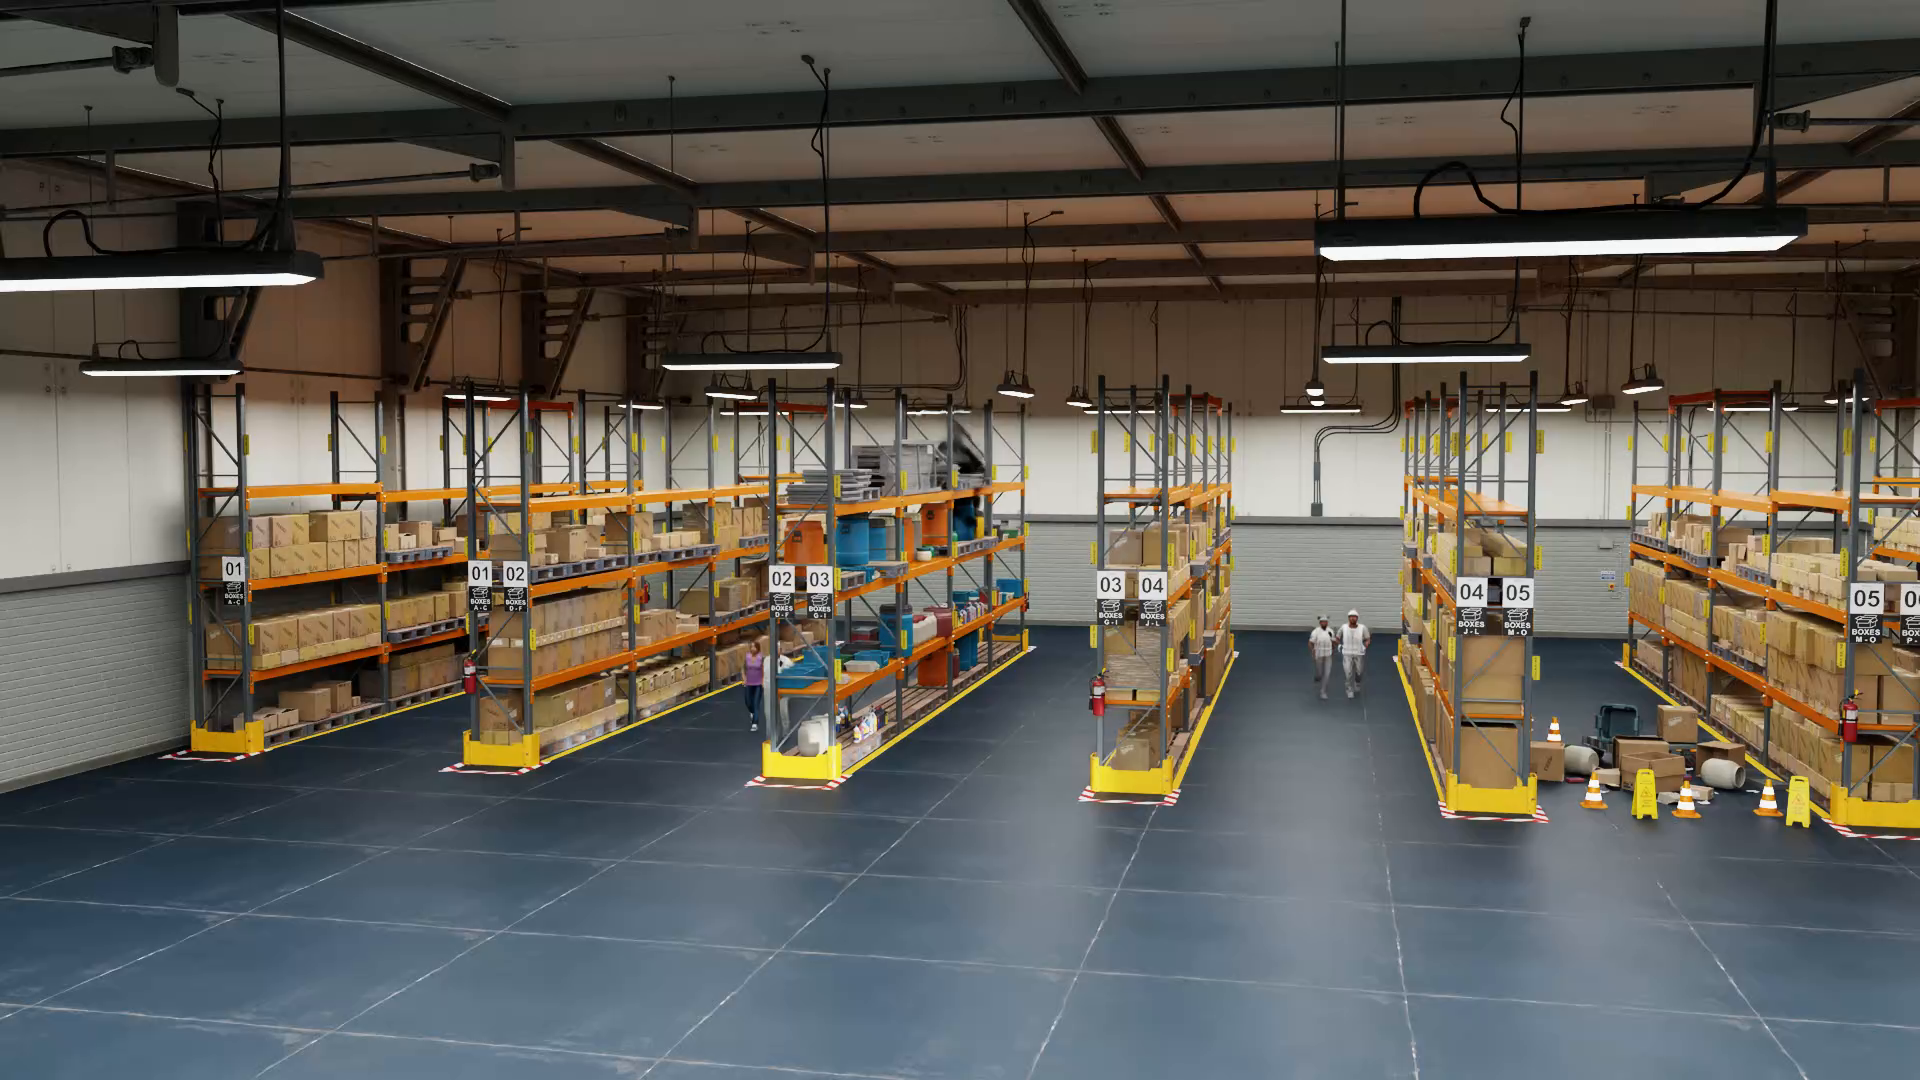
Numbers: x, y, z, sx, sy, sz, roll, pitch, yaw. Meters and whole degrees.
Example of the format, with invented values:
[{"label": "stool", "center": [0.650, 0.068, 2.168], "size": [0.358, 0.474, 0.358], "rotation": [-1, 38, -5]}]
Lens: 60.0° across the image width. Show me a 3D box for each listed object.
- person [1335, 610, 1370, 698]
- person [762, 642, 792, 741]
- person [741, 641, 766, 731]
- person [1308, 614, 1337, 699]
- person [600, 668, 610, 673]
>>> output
[{"label": "person", "center": [7.762, 2.254, 32.898], "size": [0.684, 1.735, 0.650], "rotation": [1, 3, 15]}, {"label": "person", "center": [-3.082, 2.555, 28.093], "size": [0.580, 1.711, 0.838], "rotation": [0, 3, 6]}, {"label": "person", "center": [-3.592, 2.552, 29.319], "size": [0.559, 1.575, 0.539], "rotation": [0, 3, 5]}, {"label": "person", "center": [7.204, 2.295, 32.988], "size": [0.575, 1.665, 0.611], "rotation": [0, 3, 1]}, {"label": "person", "center": [-7.201, 2.201, 33.597], "size": [0.638, 1.732, 0.964], "rotation": [1, 3, 12]}]
